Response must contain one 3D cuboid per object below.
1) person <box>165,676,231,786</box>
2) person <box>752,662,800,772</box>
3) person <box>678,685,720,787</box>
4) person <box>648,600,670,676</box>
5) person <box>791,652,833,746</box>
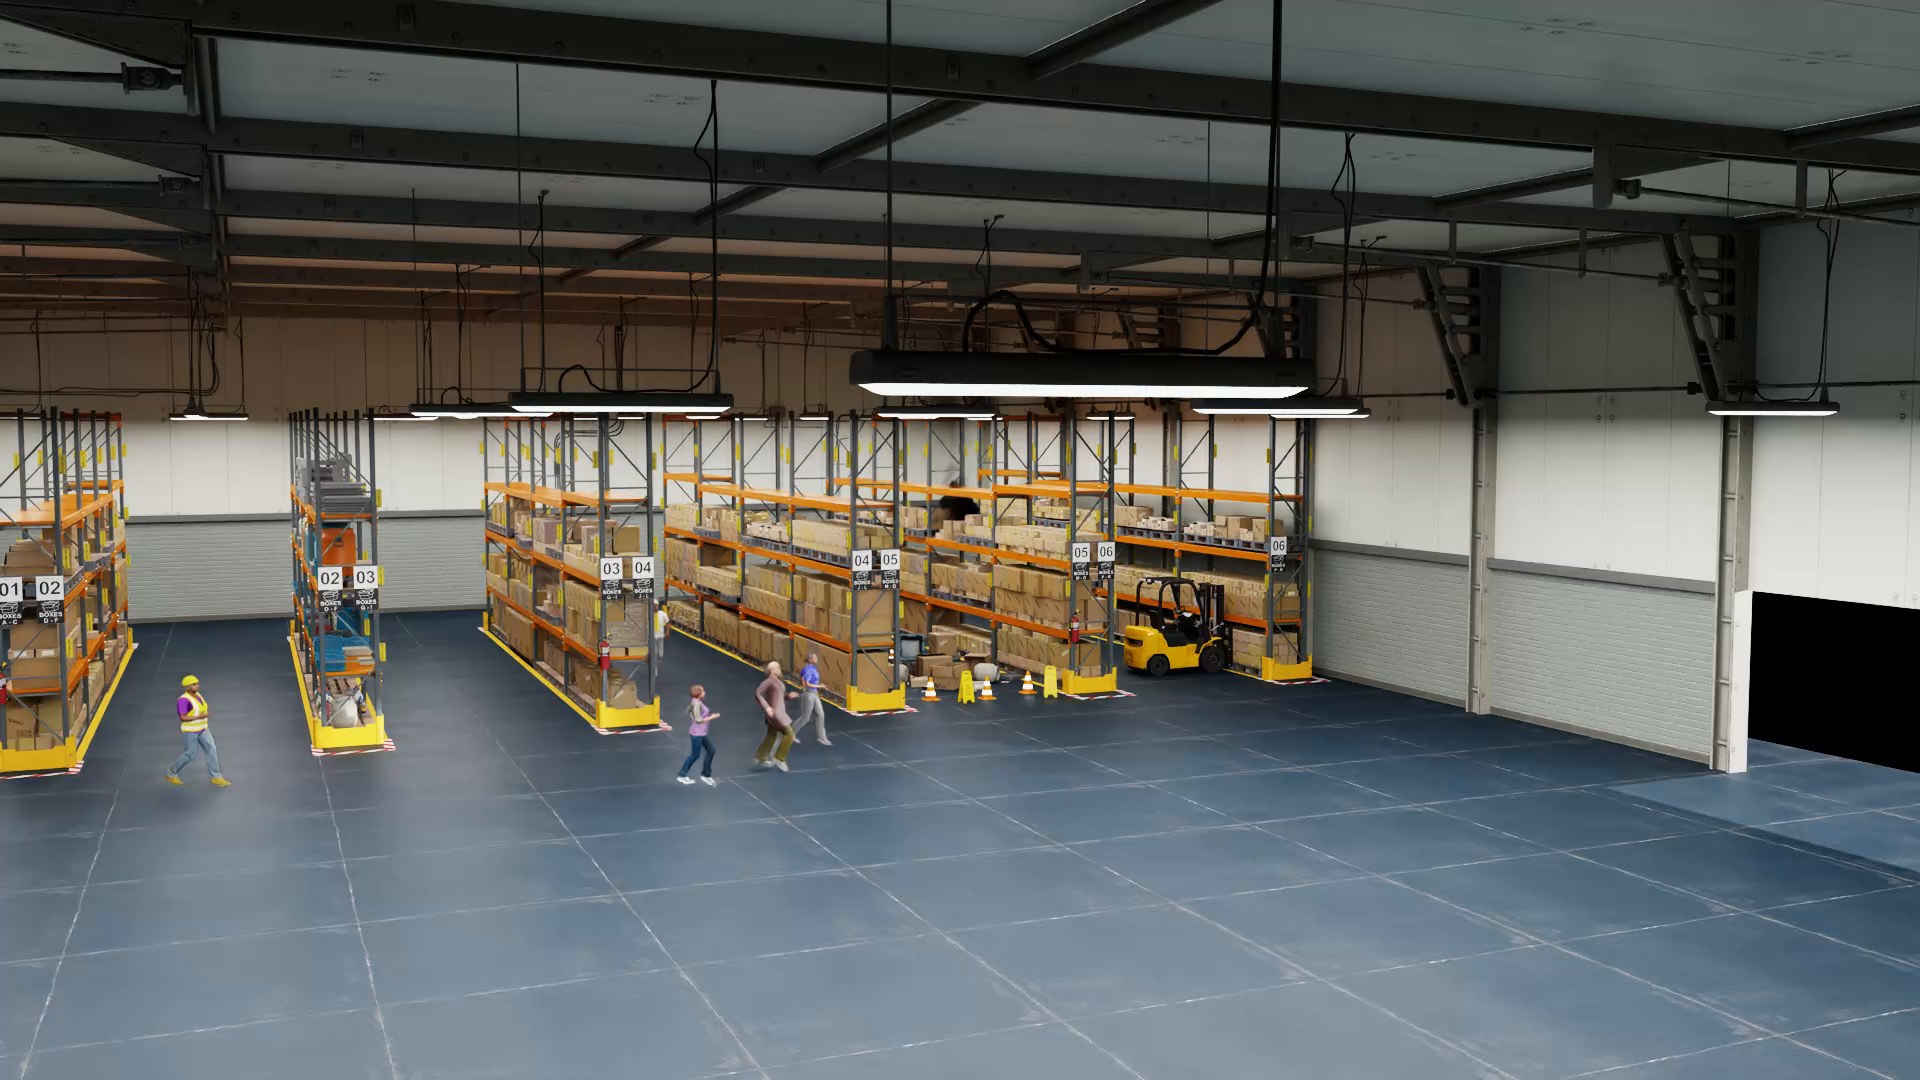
[{"bbox_3d":[-11.985,2.999,26.115,0.979,1.759,0.706,1,4,8],"label":"person"},{"bbox_3d":[-3.040,2.920,27.433,0.809,1.834,0.670,0,4,0],"label":"person"},{"bbox_3d":[-4.108,3.085,26.150,0.678,1.635,0.516,0,4,1],"label":"person"},{"bbox_3d":[-6.970,2.208,37.948,0.727,1.727,0.666,-2,4,-24],"label":"person"},{"bbox_3d":[-2.693,2.829,29.542,0.846,1.687,0.568,1,4,8],"label":"person"}]
